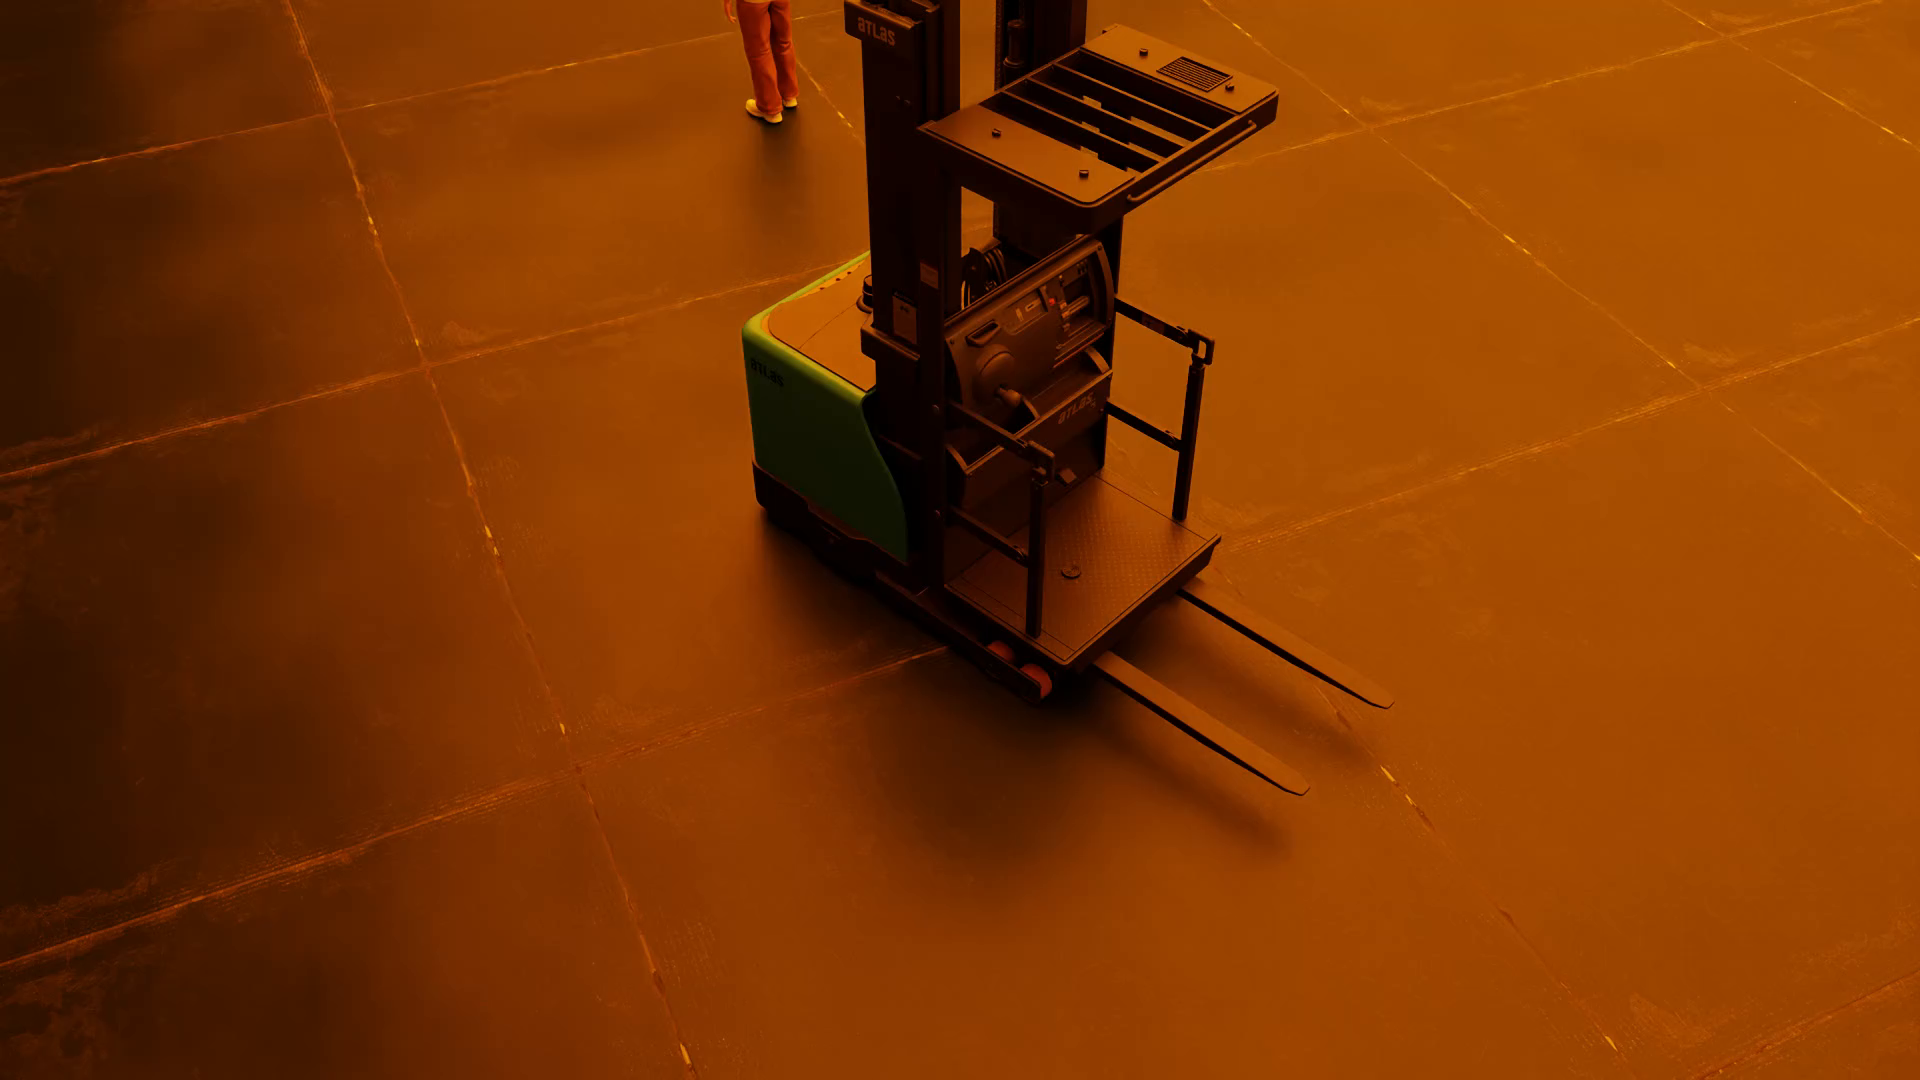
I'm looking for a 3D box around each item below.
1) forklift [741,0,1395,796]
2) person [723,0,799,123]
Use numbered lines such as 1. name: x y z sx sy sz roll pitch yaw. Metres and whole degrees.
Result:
1. forklift: 0.445 -0.788 6.525 3.031 2.935 1.130 32 52 30
2. person: -1.242 -3.363 10.193 0.552 1.674 0.549 -27 50 -26
